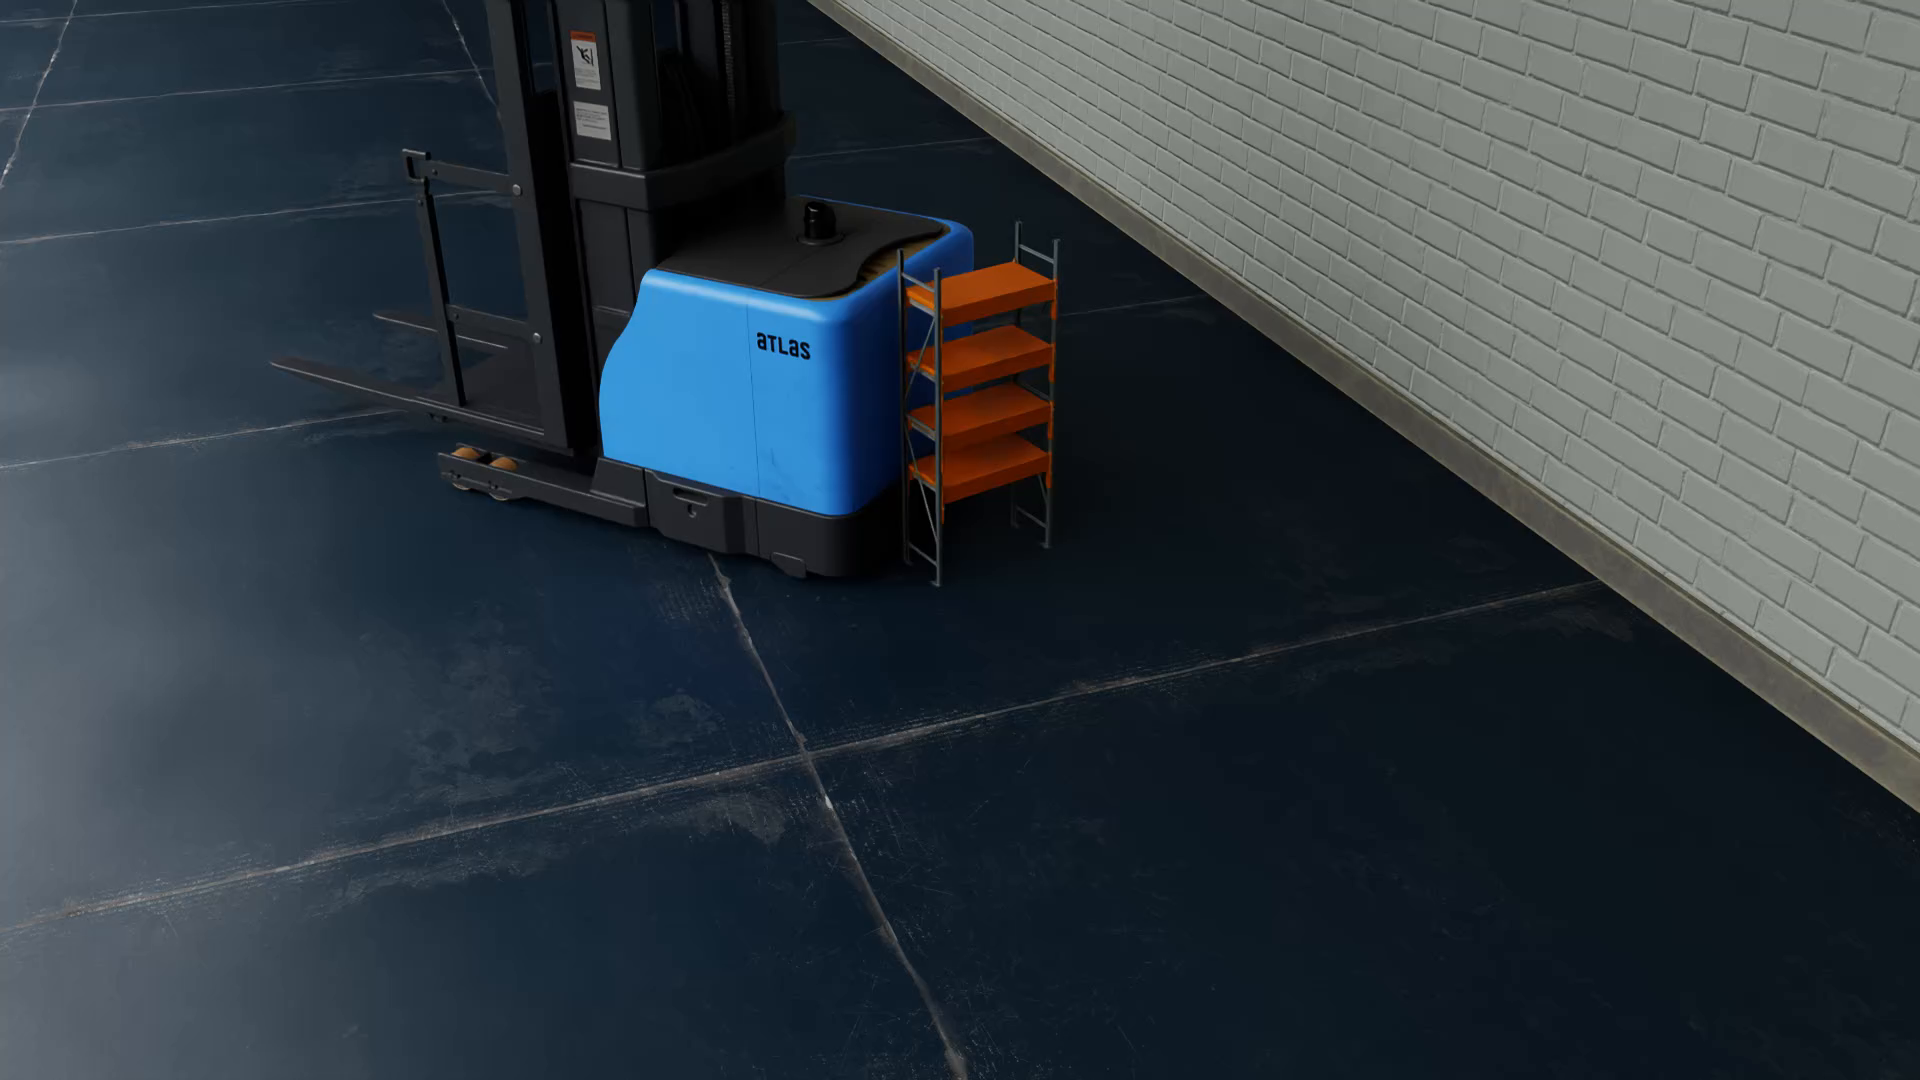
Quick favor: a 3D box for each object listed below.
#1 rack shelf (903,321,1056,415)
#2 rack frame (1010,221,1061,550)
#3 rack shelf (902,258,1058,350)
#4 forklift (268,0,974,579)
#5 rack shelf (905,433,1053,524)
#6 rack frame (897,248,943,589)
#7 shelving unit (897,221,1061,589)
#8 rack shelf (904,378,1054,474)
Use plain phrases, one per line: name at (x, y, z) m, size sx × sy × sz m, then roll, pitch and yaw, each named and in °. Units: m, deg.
rack shelf at (0.066, -0.603, 5.781) m, size 0.480 × 0.148 × 0.258 m, roll -19°, pitch 35°, yaw -30°
rack frame at (0.266, -0.536, 5.979) m, size 0.015 × 1.200 × 0.240 m, roll -19°, pitch 35°, yaw -30°
rack shelf at (0.066, -0.809, 5.664) m, size 0.480 × 0.148 × 0.258 m, roll -19°, pitch 35°, yaw -30°
forklift at (-1.481, -1.640, 6.168) m, size 3.031 × 2.935 × 1.130 m, roll 15°, pitch 33°, yaw 24°
rack shelf at (0.066, -0.236, 5.990) m, size 0.480 × 0.148 × 0.258 m, roll -19°, pitch 35°, yaw -30°
rack frame at (-0.135, -0.399, 5.738) m, size 0.015 × 1.200 × 0.240 m, roll -19°, pitch 35°, yaw -30°
shelving unit at (0.066, -0.467, 5.858) m, size 0.503 × 1.200 × 0.258 m, roll -19°, pitch 35°, yaw -30°
rack shelf at (0.066, -0.409, 5.892) m, size 0.480 × 0.148 × 0.258 m, roll -19°, pitch 35°, yaw -30°
